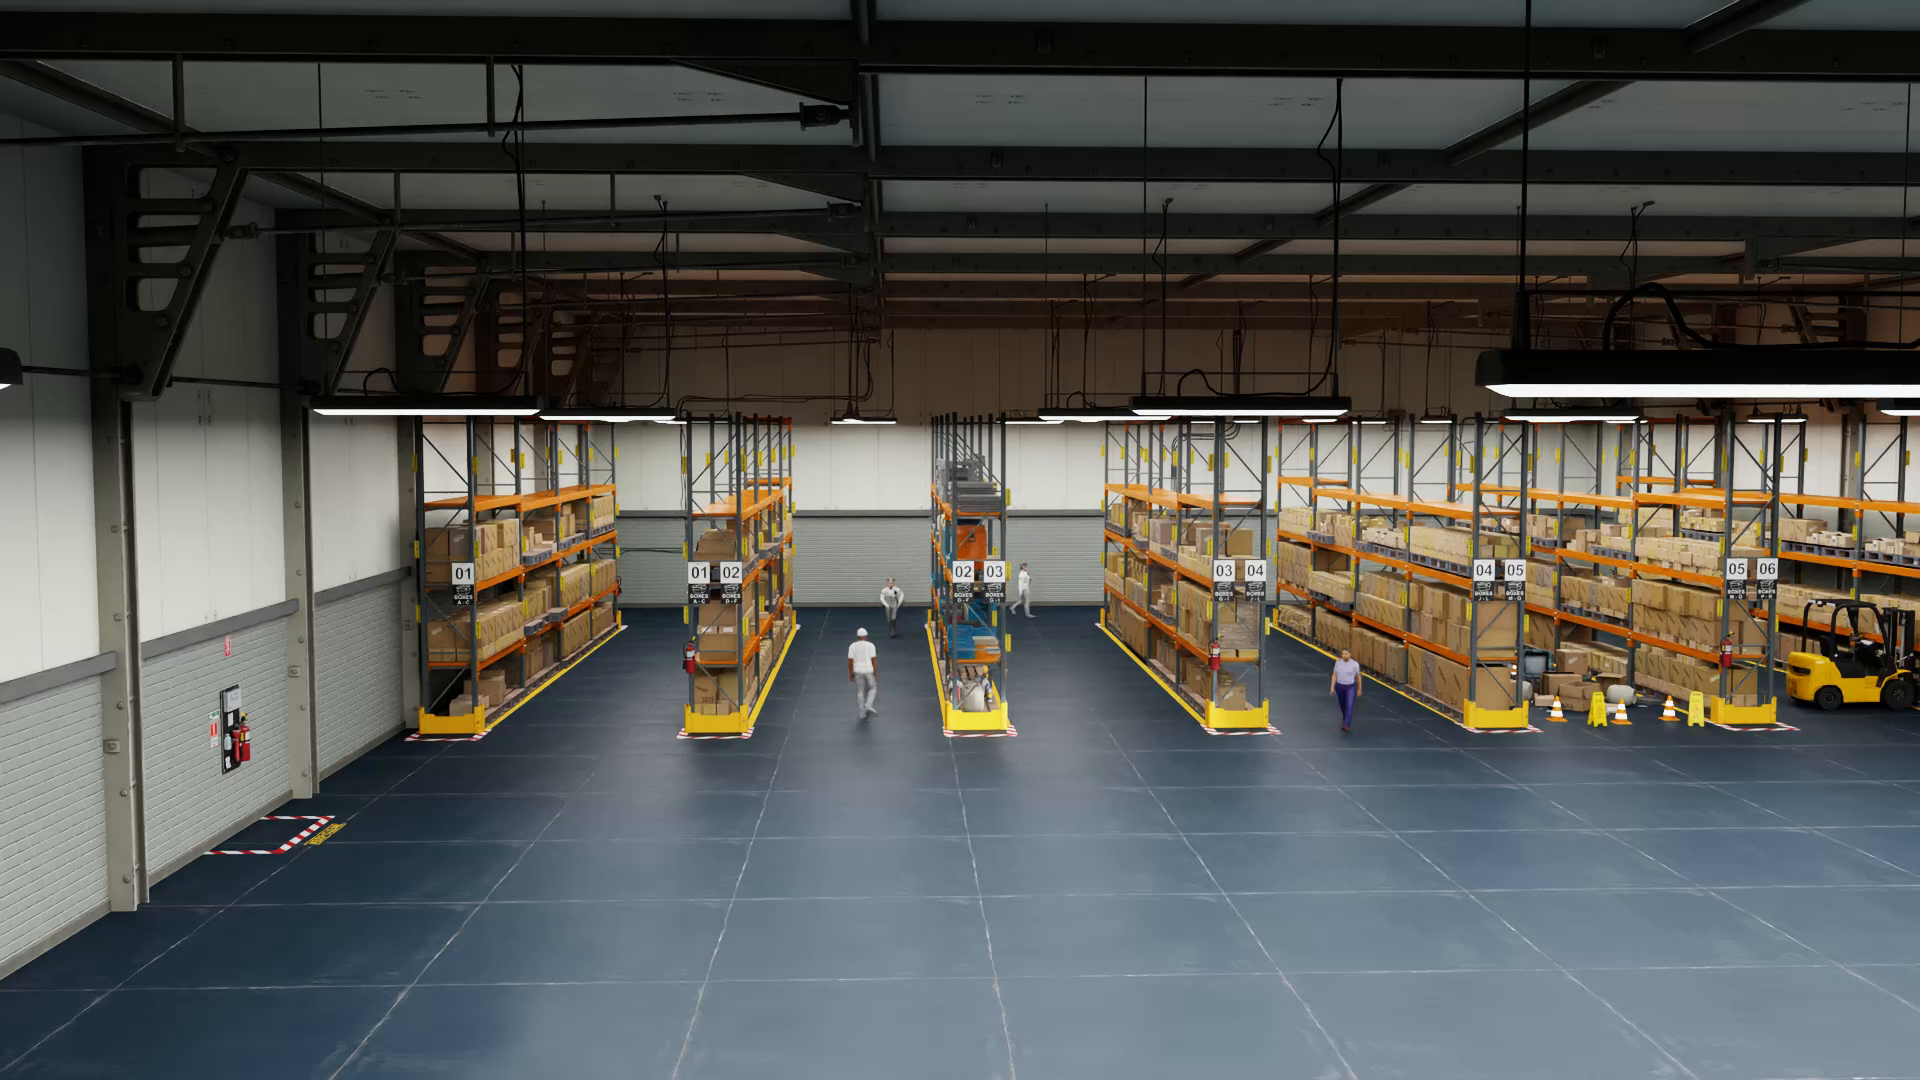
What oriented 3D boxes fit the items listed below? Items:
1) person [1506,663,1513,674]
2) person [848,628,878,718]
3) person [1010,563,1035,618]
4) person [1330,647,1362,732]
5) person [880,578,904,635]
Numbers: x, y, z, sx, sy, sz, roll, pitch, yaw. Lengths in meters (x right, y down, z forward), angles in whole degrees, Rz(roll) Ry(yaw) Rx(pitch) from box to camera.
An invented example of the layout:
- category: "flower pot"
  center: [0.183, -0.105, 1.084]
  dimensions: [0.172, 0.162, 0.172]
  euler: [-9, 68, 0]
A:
- category: "person"
  center: [12.554, 2.313, 38.365]
  dimensions: [0.502, 1.703, 0.626]
  euler: [-1, 4, -11]
- category: "person"
  center: [-1.909, 2.610, 32.734]
  dimensions: [0.605, 1.755, 0.478]
  euler: [1, 4, 8]
- category: "person"
  center: [1.863, 1.493, 49.904]
  dimensions: [0.834, 1.661, 0.491]
  euler: [1, 4, 17]
- category: "person"
  center: [7.190, 2.804, 31.091]
  dimensions: [0.502, 1.571, 1.060]
  euler: [3, 5, 35]
- category: "person"
  center: [-1.861, 1.824, 45.581]
  dimensions: [0.621, 1.606, 0.704]
  euler: [0, 4, 7]
